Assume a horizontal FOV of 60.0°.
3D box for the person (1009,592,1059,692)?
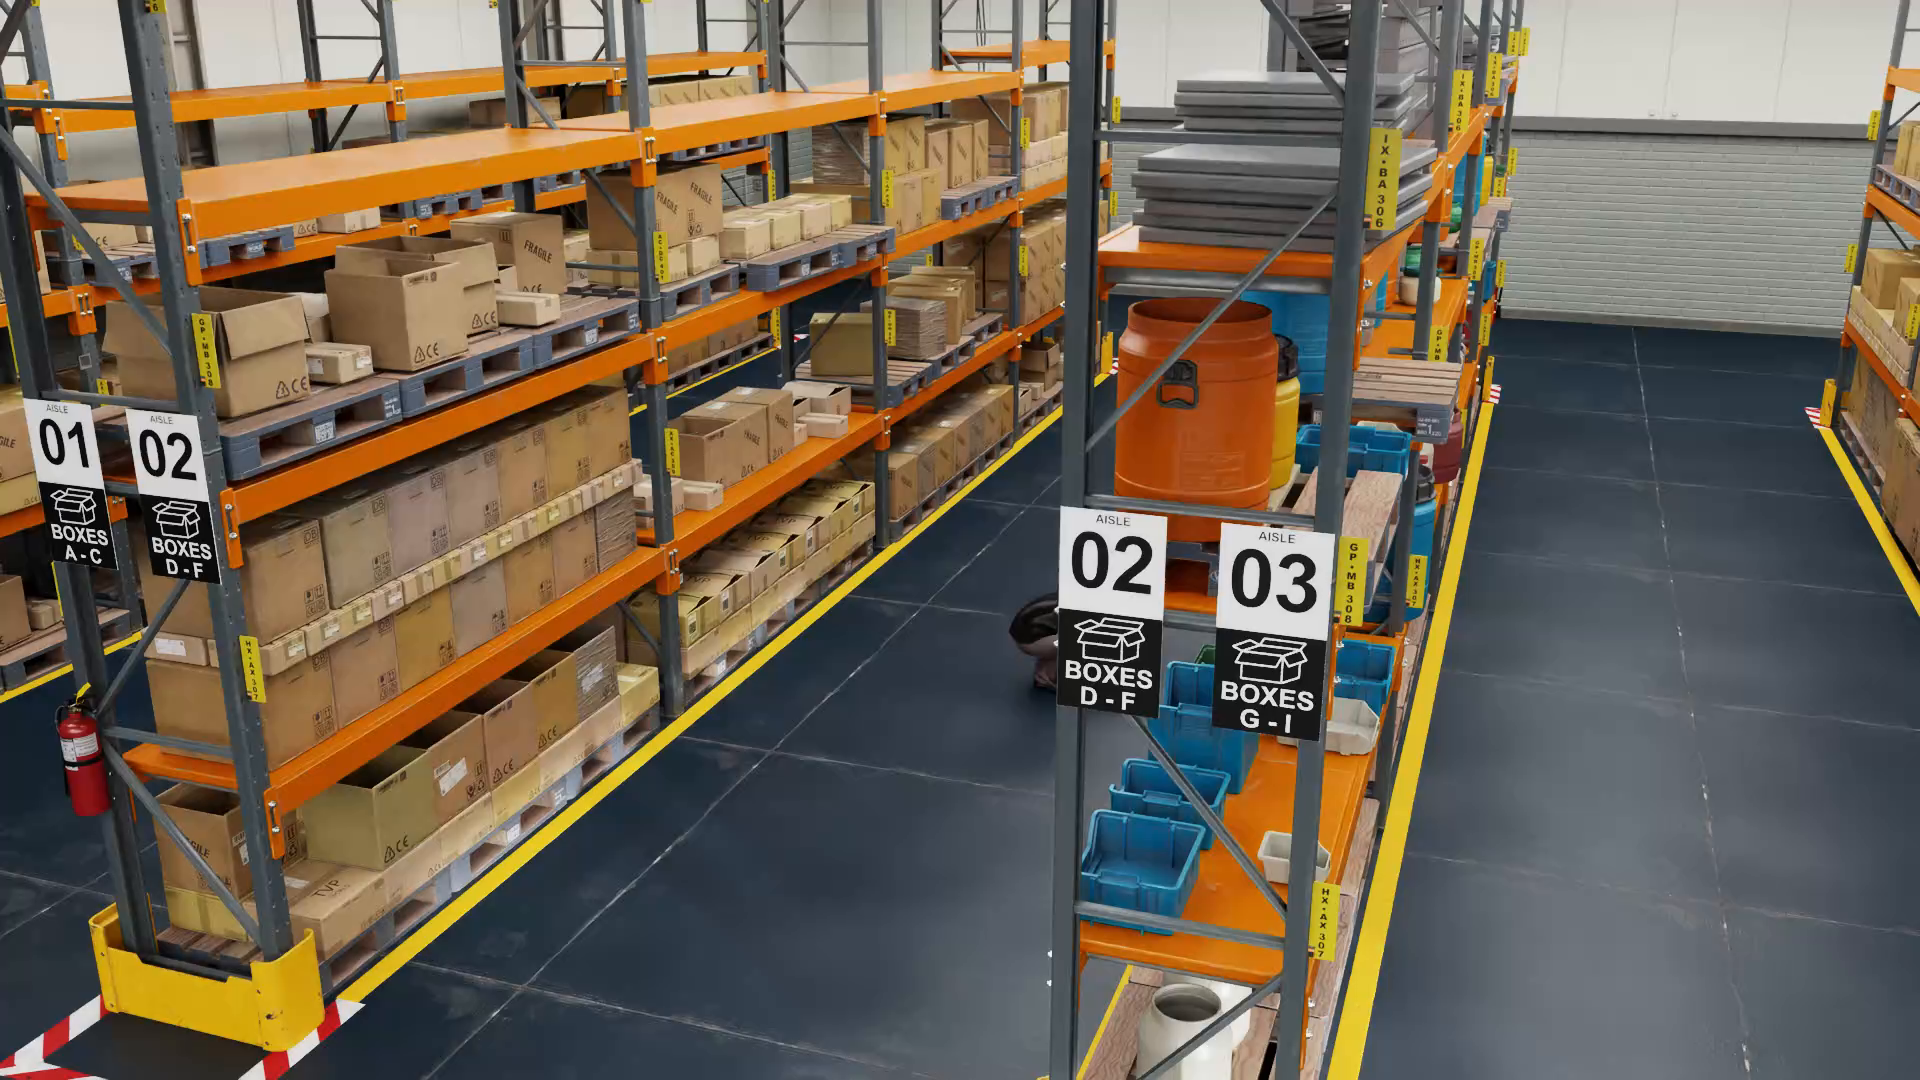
[{"bbox_3d":[0.834,0.763,12.408,0.907,0.825,0.519,6,19,18],"label":"person"}]
